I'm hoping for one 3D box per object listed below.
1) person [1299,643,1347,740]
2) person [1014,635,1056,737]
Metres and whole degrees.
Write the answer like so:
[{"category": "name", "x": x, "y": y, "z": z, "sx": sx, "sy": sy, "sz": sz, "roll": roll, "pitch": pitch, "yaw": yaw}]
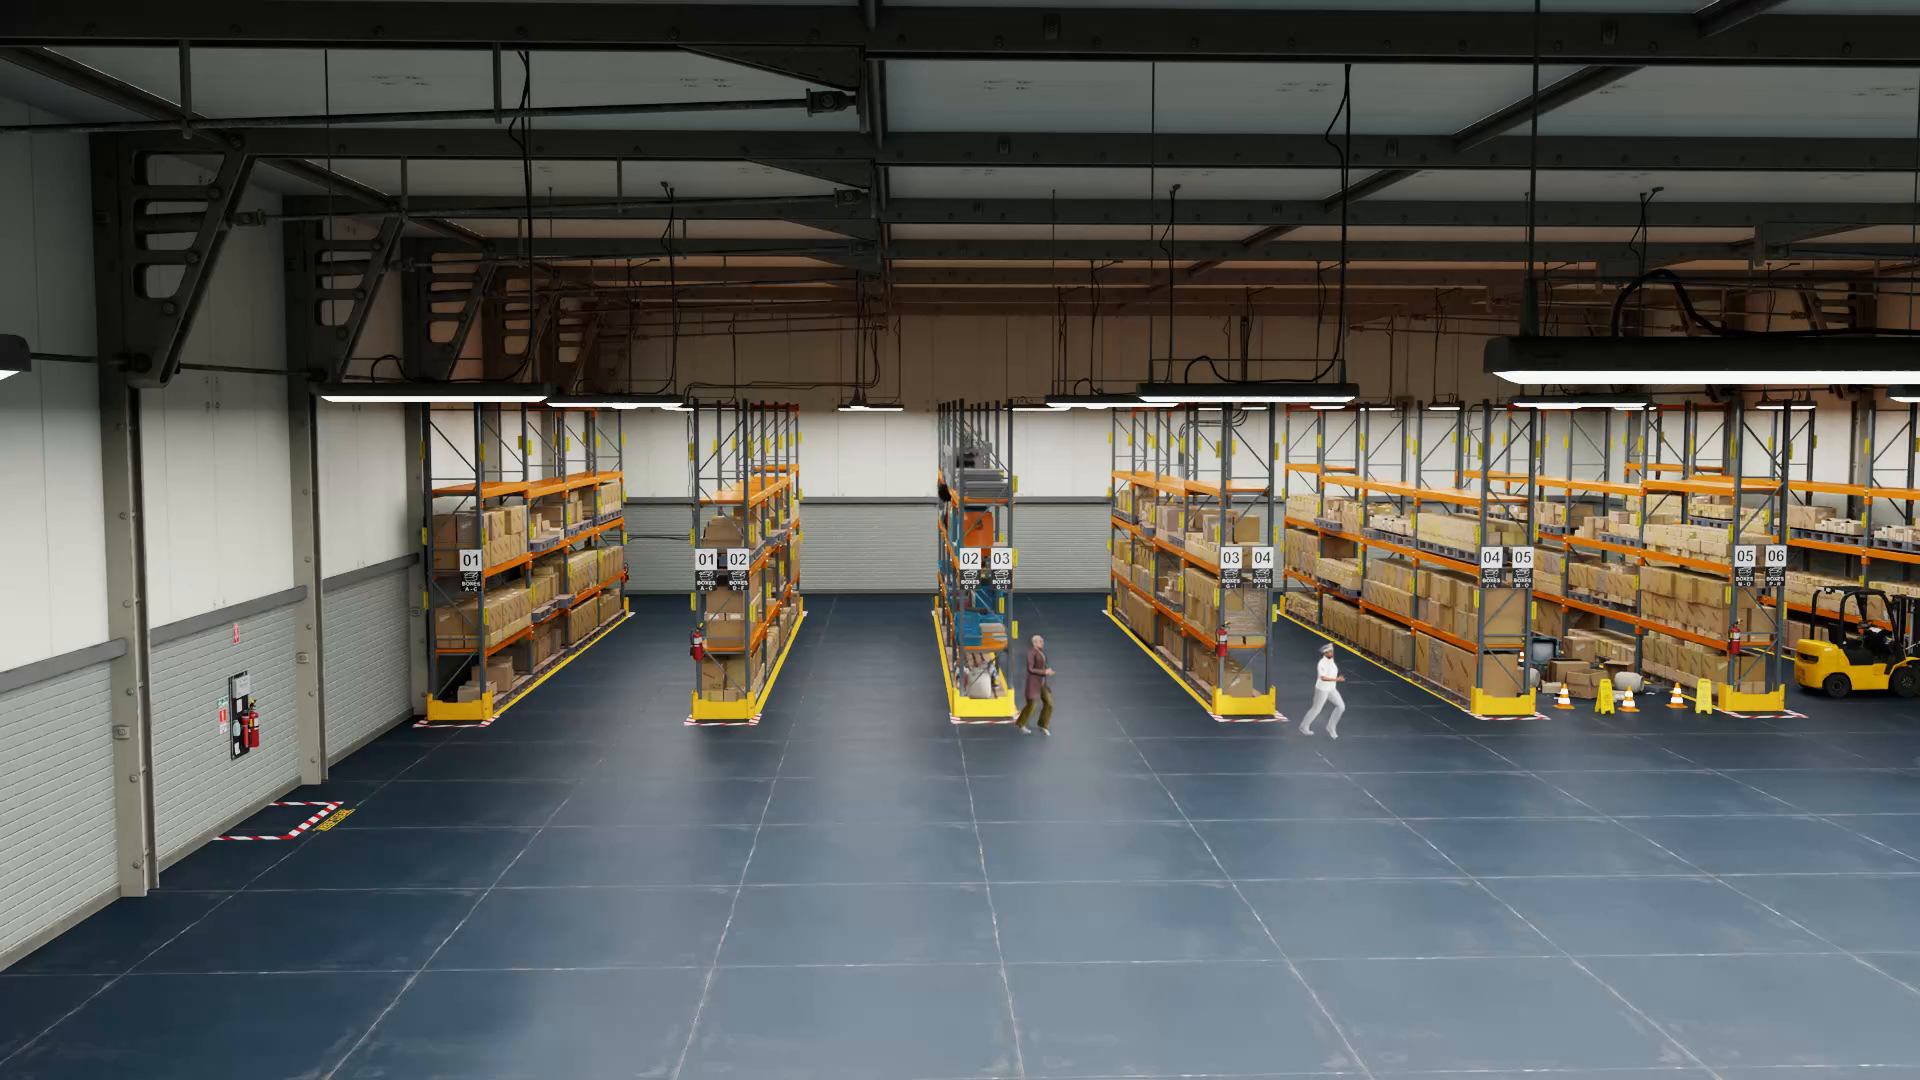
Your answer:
[{"category": "person", "x": 6.443, "y": 2.655, "z": 29.315, "sx": 0.869, "sy": 1.718, "sz": 0.584, "roll": 4, "pitch": 6, "yaw": 43}, {"category": "person", "x": 1.358, "y": 2.610, "z": 29.520, "sx": 0.836, "sy": 1.854, "sz": 0.726, "roll": 3, "pitch": 5, "yaw": 31}]
